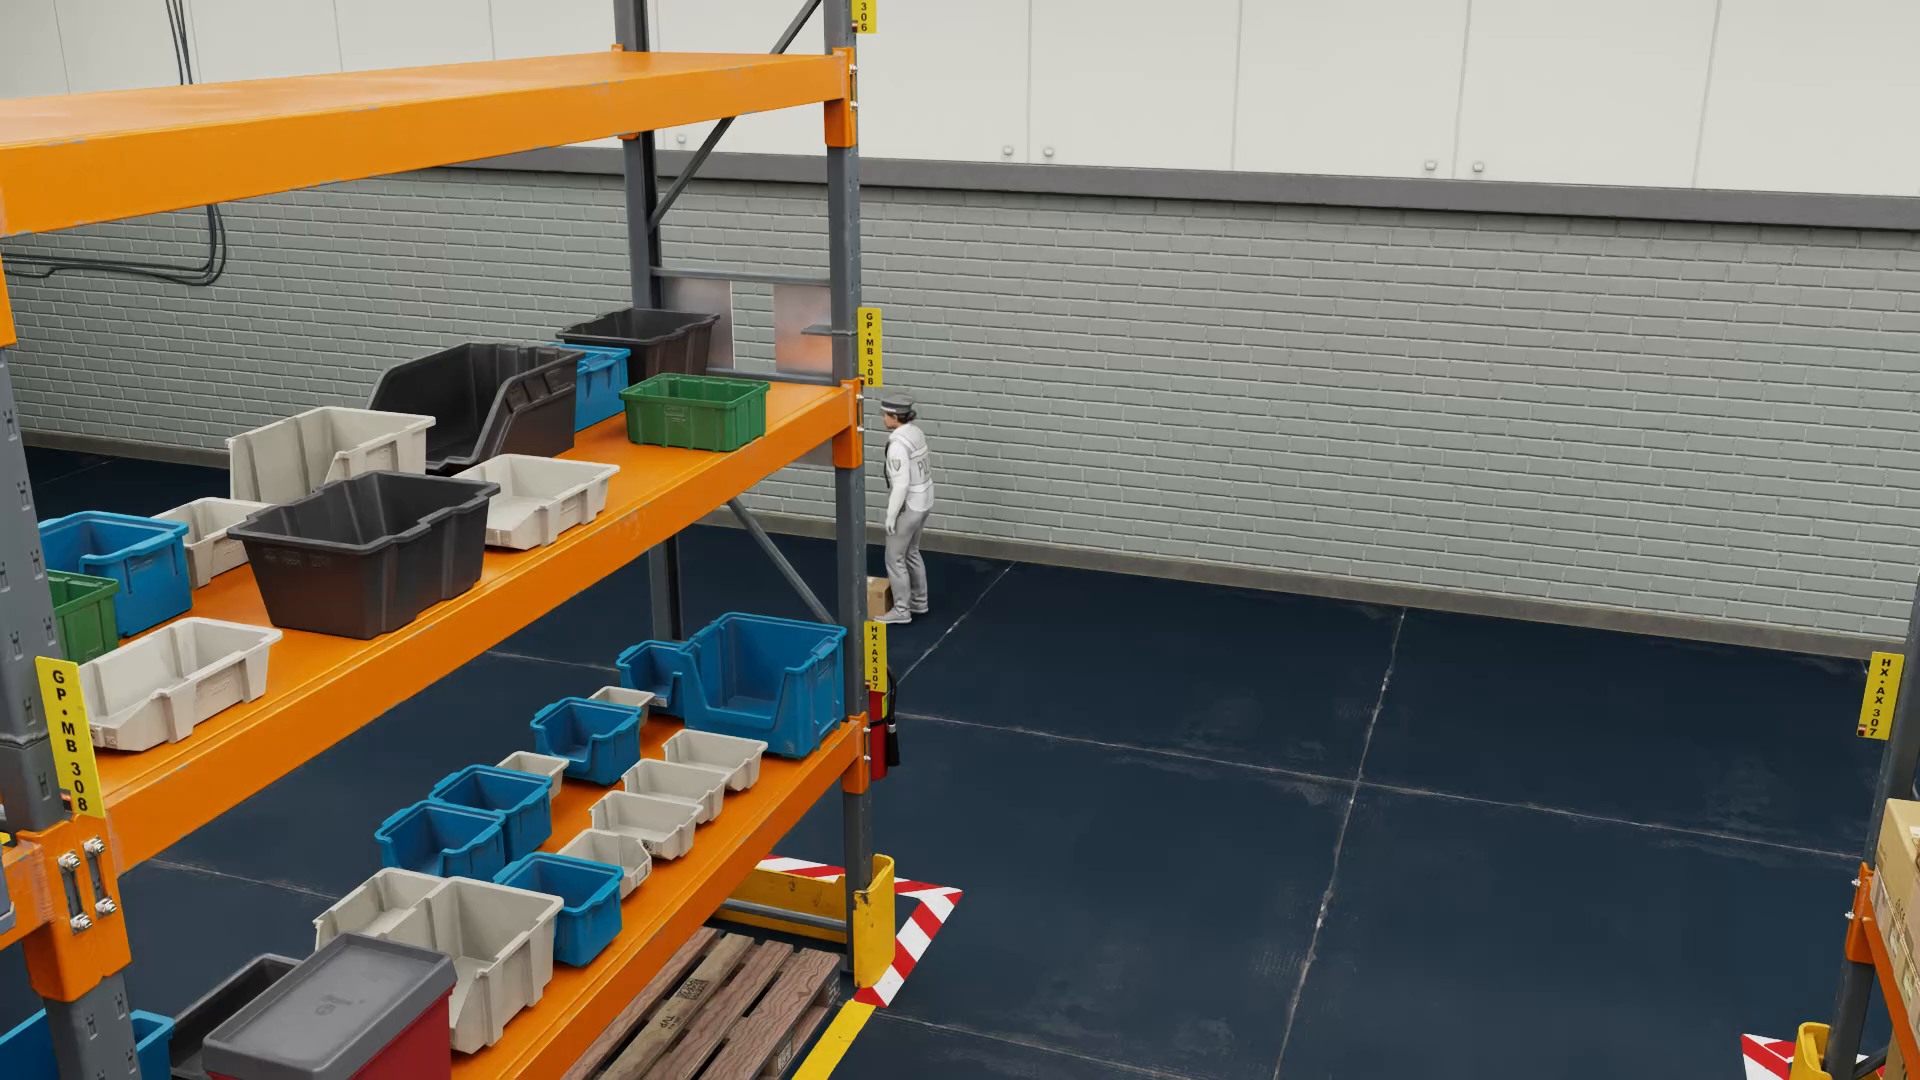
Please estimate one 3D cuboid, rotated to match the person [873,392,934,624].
[{"bbox_3d":[-0.403,-0.220,11.703,0.412,1.663,0.517,6,20,16],"label":"person"}]
